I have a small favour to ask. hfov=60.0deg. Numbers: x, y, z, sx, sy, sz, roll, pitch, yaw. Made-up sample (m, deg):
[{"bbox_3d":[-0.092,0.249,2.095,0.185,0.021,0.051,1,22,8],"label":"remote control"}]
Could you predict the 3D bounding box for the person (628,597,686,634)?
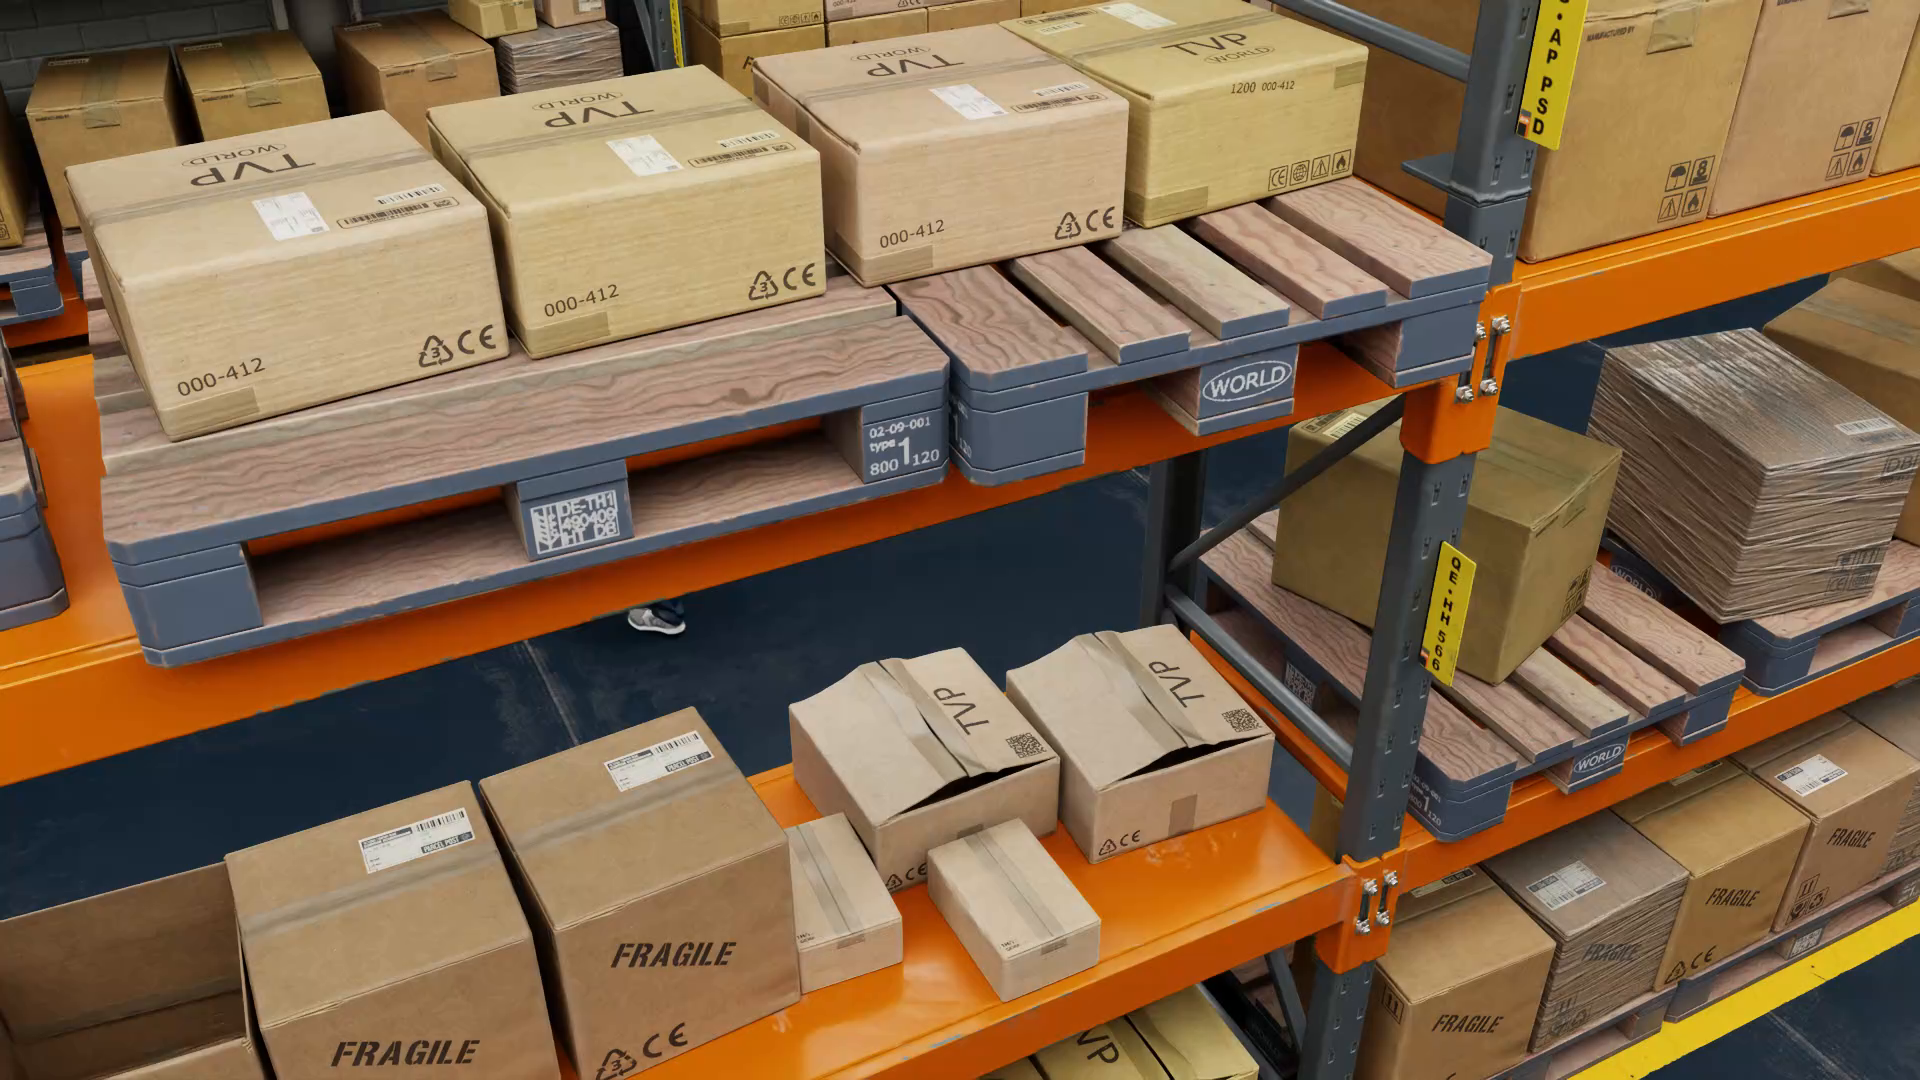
[{"bbox_3d":[-1.509,-0.343,6.669,0.808,1.576,0.461,20,38,27],"label":"person"}]
